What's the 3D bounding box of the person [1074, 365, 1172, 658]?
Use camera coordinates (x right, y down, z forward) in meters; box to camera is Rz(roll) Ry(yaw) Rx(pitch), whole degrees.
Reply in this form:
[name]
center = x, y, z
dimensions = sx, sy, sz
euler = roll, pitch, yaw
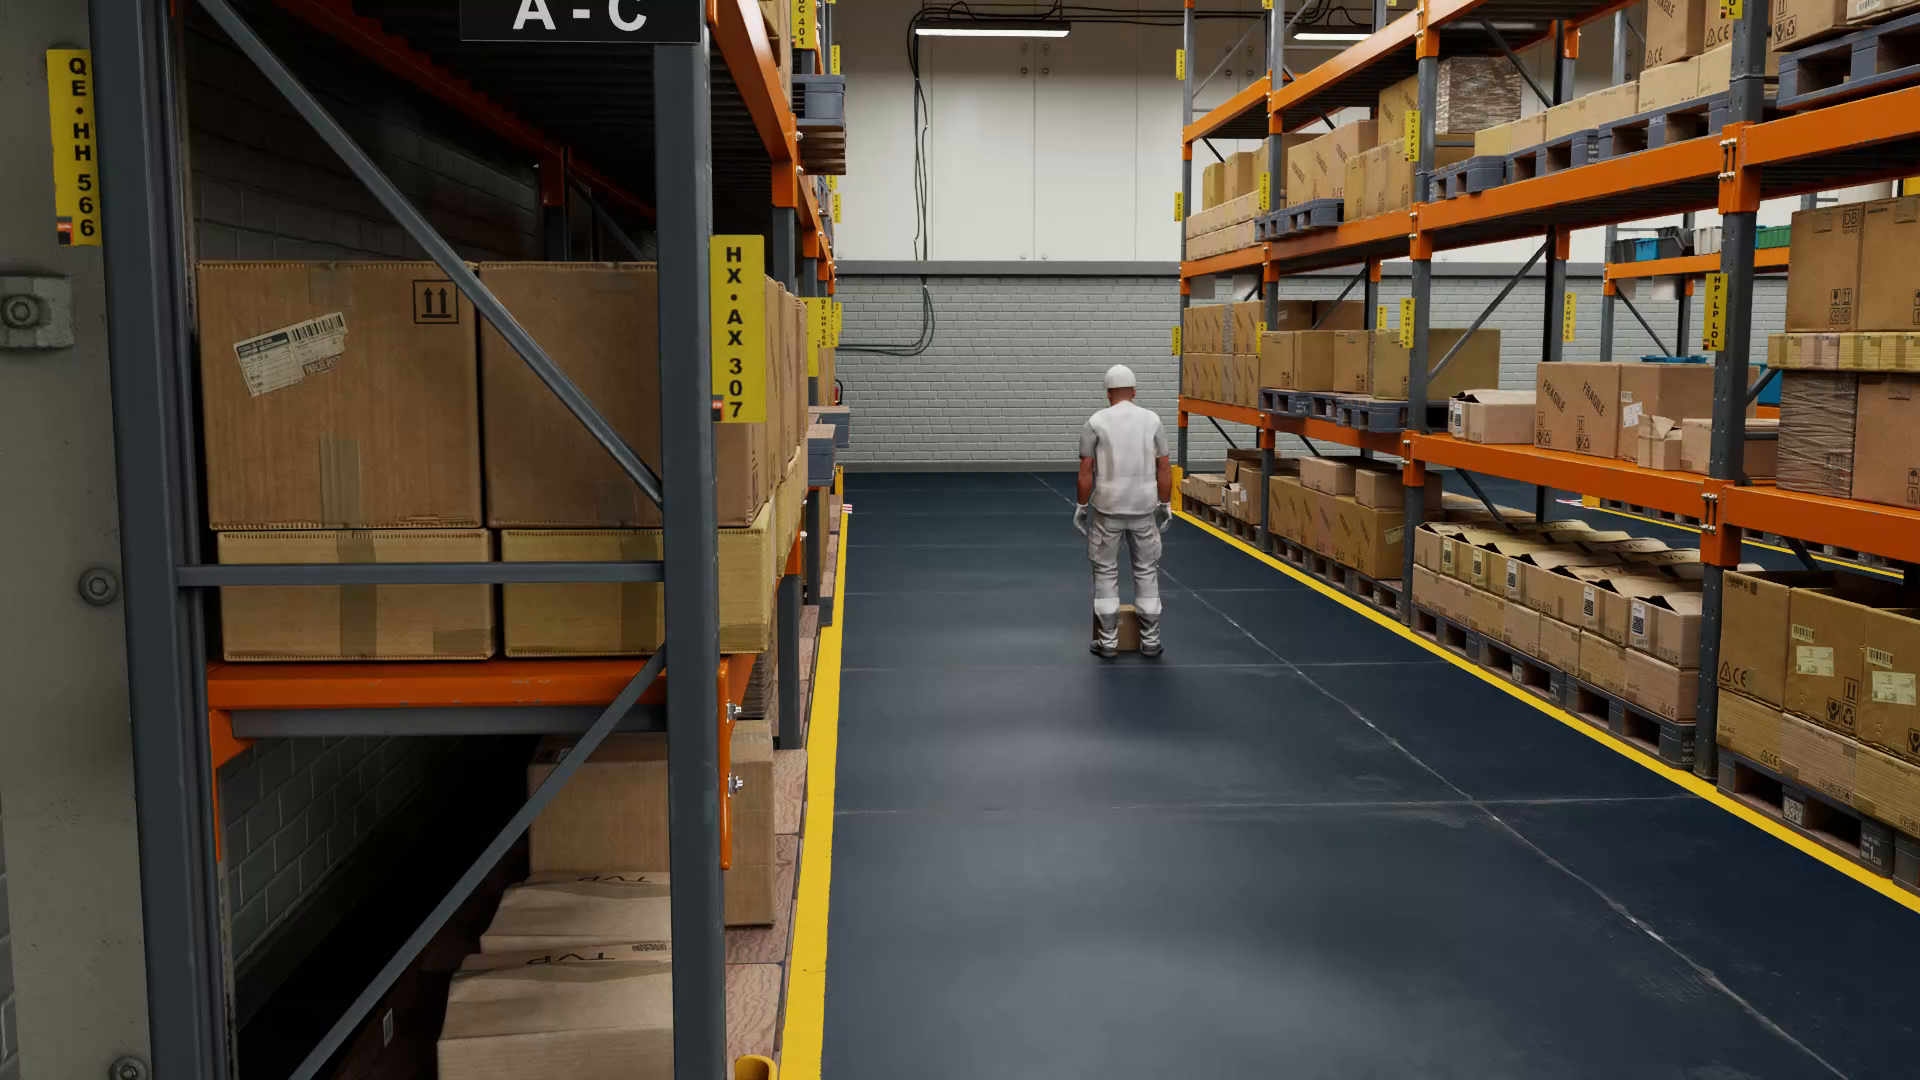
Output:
[person]
center = 1.002, -0.179, 10.183
dimensions = 0.608, 1.779, 0.453
euler = 0, 7, -4
